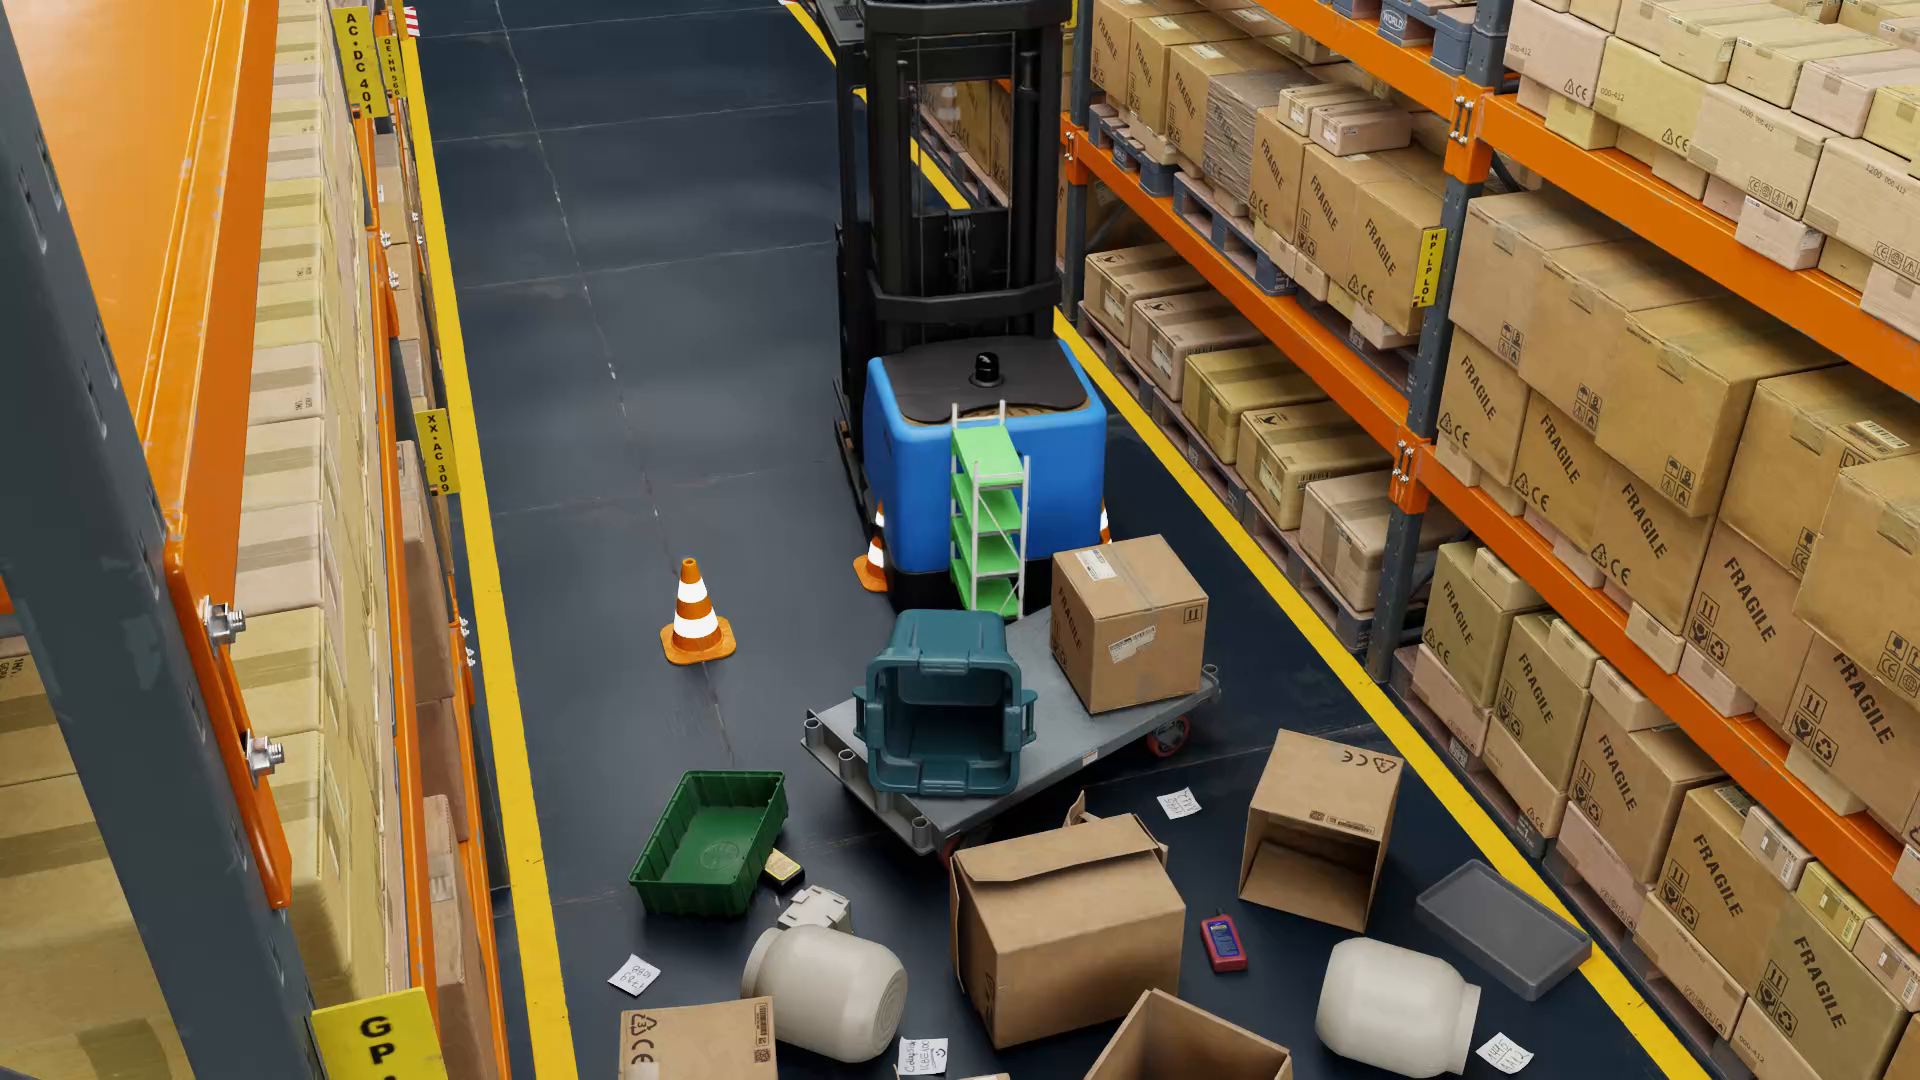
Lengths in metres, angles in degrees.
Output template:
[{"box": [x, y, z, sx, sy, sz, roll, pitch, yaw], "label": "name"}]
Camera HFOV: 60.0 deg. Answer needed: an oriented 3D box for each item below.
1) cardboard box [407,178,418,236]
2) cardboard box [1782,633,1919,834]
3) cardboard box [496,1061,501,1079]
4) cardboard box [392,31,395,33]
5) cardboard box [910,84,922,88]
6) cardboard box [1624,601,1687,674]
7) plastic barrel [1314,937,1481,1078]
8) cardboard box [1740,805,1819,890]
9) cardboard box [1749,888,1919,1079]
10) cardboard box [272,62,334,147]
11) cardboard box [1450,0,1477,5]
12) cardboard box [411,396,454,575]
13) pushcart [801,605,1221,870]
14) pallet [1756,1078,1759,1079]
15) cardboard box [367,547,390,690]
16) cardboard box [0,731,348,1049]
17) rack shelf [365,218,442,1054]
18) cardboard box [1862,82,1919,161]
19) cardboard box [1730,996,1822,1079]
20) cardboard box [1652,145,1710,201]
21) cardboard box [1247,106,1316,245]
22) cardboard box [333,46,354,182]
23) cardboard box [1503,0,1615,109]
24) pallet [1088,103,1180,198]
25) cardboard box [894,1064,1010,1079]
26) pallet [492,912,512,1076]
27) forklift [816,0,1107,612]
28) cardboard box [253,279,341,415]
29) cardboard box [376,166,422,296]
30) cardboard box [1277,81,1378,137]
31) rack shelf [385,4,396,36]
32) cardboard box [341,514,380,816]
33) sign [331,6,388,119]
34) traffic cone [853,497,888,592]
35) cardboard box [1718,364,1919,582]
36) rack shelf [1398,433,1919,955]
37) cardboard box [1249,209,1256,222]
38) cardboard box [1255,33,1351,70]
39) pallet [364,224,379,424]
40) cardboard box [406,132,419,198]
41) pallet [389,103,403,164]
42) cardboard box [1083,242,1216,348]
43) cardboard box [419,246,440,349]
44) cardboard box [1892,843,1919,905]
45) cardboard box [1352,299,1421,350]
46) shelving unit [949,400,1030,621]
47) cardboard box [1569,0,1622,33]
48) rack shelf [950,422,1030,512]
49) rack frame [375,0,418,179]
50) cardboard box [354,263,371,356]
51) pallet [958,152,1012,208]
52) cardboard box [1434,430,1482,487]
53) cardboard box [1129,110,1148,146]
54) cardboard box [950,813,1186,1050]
[{"box": [-3.645, -2.020, 10.292, 0.500, 0.250, 0.500, -10, 35, -15], "label": "cardboard box"}, {"box": [2.888, 0.477, 4.946, 0.500, 0.500, 0.500, -10, 35, -15], "label": "cardboard box"}, {"box": [-1.466, 1.444, 3.707, 0.875, 0.550, 0.550, -10, 35, -15], "label": "cardboard box"}, {"box": [-5.187, -4.445, 14.691, 0.380, 0.149, 0.250, -10, 35, -14], "label": "cardboard box"}, {"box": [-0.137, -4.345, 14.548, 0.875, 0.438, 0.875, -11, 35, -15], "label": "cardboard box"}, {"box": [2.565, 0.306, 5.794, 0.380, 0.149, 0.250, -10, 35, -15], "label": "cardboard box"}, {"box": [1.541, 1.654, 5.863, 0.512, 0.421, 0.421, 13, 36, 18], "label": "plastic barrel"}, {"box": [2.792, 0.968, 5.409, 0.380, 0.149, 0.250, -9, 34, -13], "label": "cardboard box"}, {"box": [2.958, 1.418, 5.317, 0.500, 0.500, 0.500, -9, 34, -13], "label": "cardboard box"}, {"box": [-1.646, -0.968, 3.806, 0.380, 0.149, 0.250, -9, 35, -14], "label": "cardboard box"}, {"box": [2.077, -2.338, 6.601, 0.500, 0.250, 0.500, -11, 35, -16], "label": "cardboard box"}, {"box": [-2.194, -0.169, 6.194, 0.500, 0.500, 0.500, -10, 35, -14], "label": "cardboard box"}, {"box": [0.237, 0.812, 7.178, 1.648, 0.377, 0.936, -23, 40, -31], "label": "pushcart"}, {"box": [3.376, 2.100, 5.381, 1.003, 0.211, 1.213, -10, 35, -15], "label": "pallet"}, {"box": [-1.178, 0.167, 2.812, 0.380, 0.149, 0.250, -10, 35, -15], "label": "cardboard box"}, {"box": [-0.869, 0.369, 1.782, 0.380, 0.149, 0.250, -10, 35, -14], "label": "cardboard box"}, {"box": [-1.680, 0.293, 3.518, 1.077, 0.370, 4.000, -10, 35, -15], "label": "rack shelf"}, {"box": [2.731, -1.148, 4.550, 0.380, 0.149, 0.250, -9, 35, -14], "label": "cardboard box"}, {"box": [2.960, 1.728, 5.527, 0.500, 0.250, 0.500, -10, 35, -15], "label": "cardboard box"}, {"box": [2.500, -1.236, 5.407, 0.380, 0.149, 0.250, -9, 35, -13], "label": "cardboard box"}, {"box": [1.729, -1.768, 7.964, 0.500, 0.500, 0.500, -9, 34, -13], "label": "cardboard box"}, {"box": [-1.896, -1.120, 4.399, 0.500, 0.250, 0.500, -10, 35, -15], "label": "cardboard box"}, {"box": [2.266, -1.727, 5.788, 0.500, 0.250, 0.500, -11, 35, -16], "label": "cardboard box"}, {"box": [1.492, -2.355, 9.767, 1.213, 0.211, 1.003, -10, 35, -15], "label": "pallet"}, {"box": [-0.012, 1.928, 5.592, 0.396, 0.266, 0.258, -4, 34, -6], "label": "cardboard box"}, {"box": [-2.133, 1.770, 5.880, 1.003, 0.211, 1.213, -10, 35, -15], "label": "pallet"}, {"box": [-0.101, -1.666, 8.612, 1.130, 2.935, 3.031, -7, 34, -10], "label": "forklift"}, {"box": [-1.256, -0.298, 2.793, 0.380, 0.149, 0.250, -10, 35, -15], "label": "cardboard box"}, {"box": [-2.967, -1.494, 8.200, 0.500, 0.500, 0.500, -10, 35, -15], "label": "cardboard box"}, {"box": [1.708, -2.007, 7.737, 0.380, 0.149, 0.250, -11, 35, -17], "label": "cardboard box"}, {"box": [-5.341, -4.756, 13.879, 1.077, 0.370, 4.000, -10, 35, -15], "label": "rack shelf"}, {"box": [-1.129, 0.202, 2.398, 0.500, 0.250, 0.500, -10, 35, -15], "label": "cardboard box"}, {"box": [-1.762, -1.400, 4.886, 0.100, 0.325, 0.005, -10, 35, -15], "label": "sign"}, {"box": [-0.359, -0.033, 8.380, 0.336, 0.463, 0.334, -10, 35, -15], "label": "traffic cone"}, {"box": [2.829, -0.208, 5.077, 0.700, 0.500, 0.500, -10, 35, -15], "label": "cardboard box"}, {"box": [3.003, 0.659, 5.684, 1.077, 0.370, 4.000, -10, 35, -15], "label": "rack shelf"}, {"box": [1.693, -1.679, 8.417, 0.380, 0.149, 0.250, -11, 35, -16], "label": "cardboard box"}, {"box": [1.899, -2.406, 8.929, 0.500, 0.500, 0.500, -12, 35, -18], "label": "cardboard box"}, {"box": [-2.051, -0.589, 4.280, 1.003, 0.211, 1.213, -10, 35, -15], "label": "pallet"}, {"box": [-4.265, -2.792, 12.141, 0.500, 0.500, 0.500, -11, 35, -16], "label": "cardboard box"}, {"box": [-3.829, -2.182, 9.505, 1.213, 0.211, 1.003, -10, 35, -15], "label": "pallet"}, {"box": [1.336, -1.572, 10.411, 0.950, 0.372, 0.625, -12, 35, -18], "label": "cardboard box"}, {"box": [-3.483, -1.452, 10.114, 0.500, 0.500, 0.500, -11, 35, -17], "label": "cardboard box"}, {"box": [2.947, 0.971, 4.788, 0.380, 0.149, 0.250, -9, 35, -14], "label": "cardboard box"}, {"box": [1.973, -0.985, 7.367, 0.380, 0.149, 0.250, -10, 35, -14], "label": "cardboard box"}, {"box": [0.123, 0.012, 7.623, 0.258, 1.200, 0.503, -6, 35, -10], "label": "shelving unit"}, {"box": [2.285, -1.819, 5.565, 0.380, 0.149, 0.250, -9, 35, -13], "label": "cardboard box"}, {"box": [0.128, -0.330, 7.386, 0.258, 0.148, 0.480, -6, 35, -10], "label": "rack shelf"}, {"box": [-4.731, -4.006, 12.092, 1.000, 3.000, 0.127, -10, 35, -15], "label": "rack frame"}, {"box": [-1.565, -0.499, 3.819, 0.380, 0.149, 0.250, -9, 35, -14], "label": "cardboard box"}, {"box": [0.636, -2.694, 12.635, 1.003, 0.211, 1.213, -10, 35, -15], "label": "pallet"}, {"box": [2.184, -0.367, 6.813, 0.380, 0.149, 0.250, -10, 35, -15], "label": "cardboard box"}, {"box": [1.189, -2.354, 9.439, 0.380, 0.149, 0.250, -12, 35, -18], "label": "cardboard box"}, {"box": [0.373, 1.408, 6.040, 0.797, 0.637, 0.503, -10, 35, -15], "label": "cardboard box"}]
